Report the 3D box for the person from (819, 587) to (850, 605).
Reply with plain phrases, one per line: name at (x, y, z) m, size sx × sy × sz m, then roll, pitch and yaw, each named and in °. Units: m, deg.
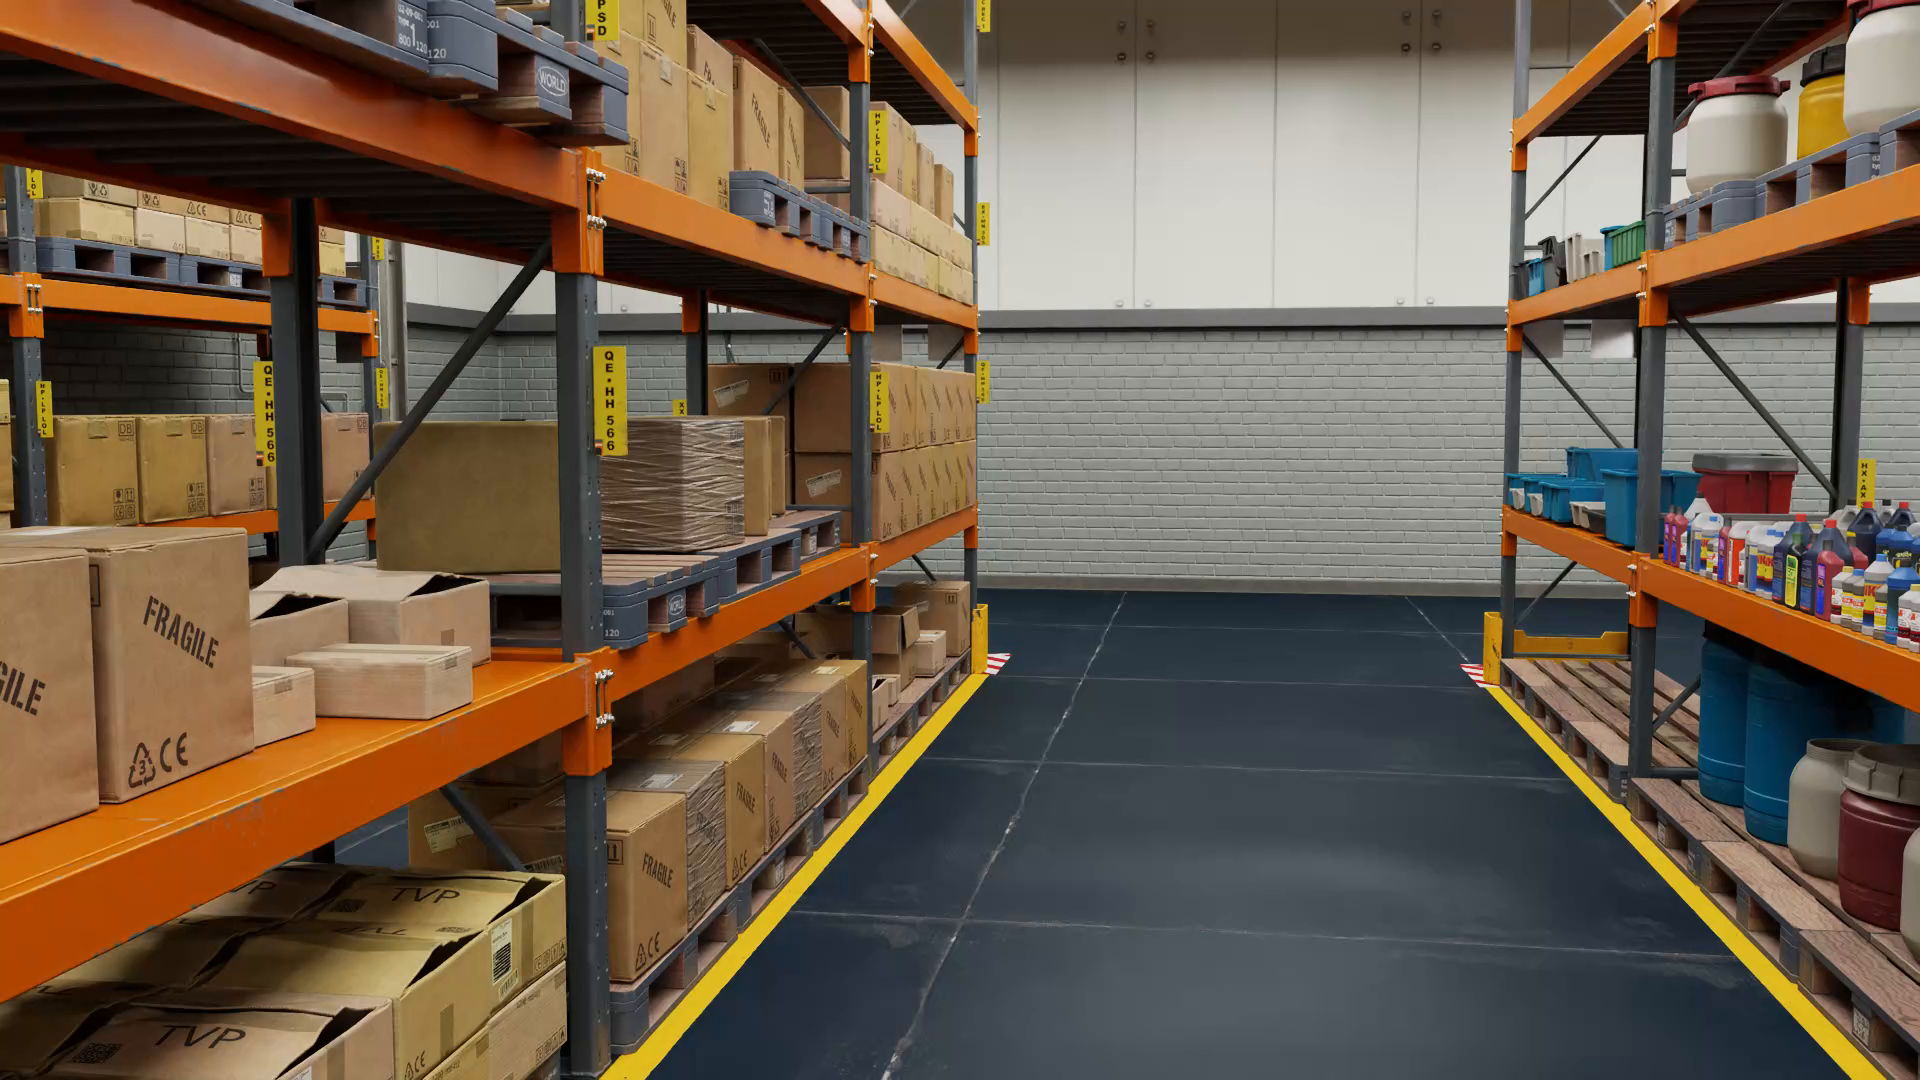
person at (-1.177, 0.008, 15.509) m, size 0.425 × 1.596 × 0.489 m, roll 1°, pitch 5°, yaw 8°
